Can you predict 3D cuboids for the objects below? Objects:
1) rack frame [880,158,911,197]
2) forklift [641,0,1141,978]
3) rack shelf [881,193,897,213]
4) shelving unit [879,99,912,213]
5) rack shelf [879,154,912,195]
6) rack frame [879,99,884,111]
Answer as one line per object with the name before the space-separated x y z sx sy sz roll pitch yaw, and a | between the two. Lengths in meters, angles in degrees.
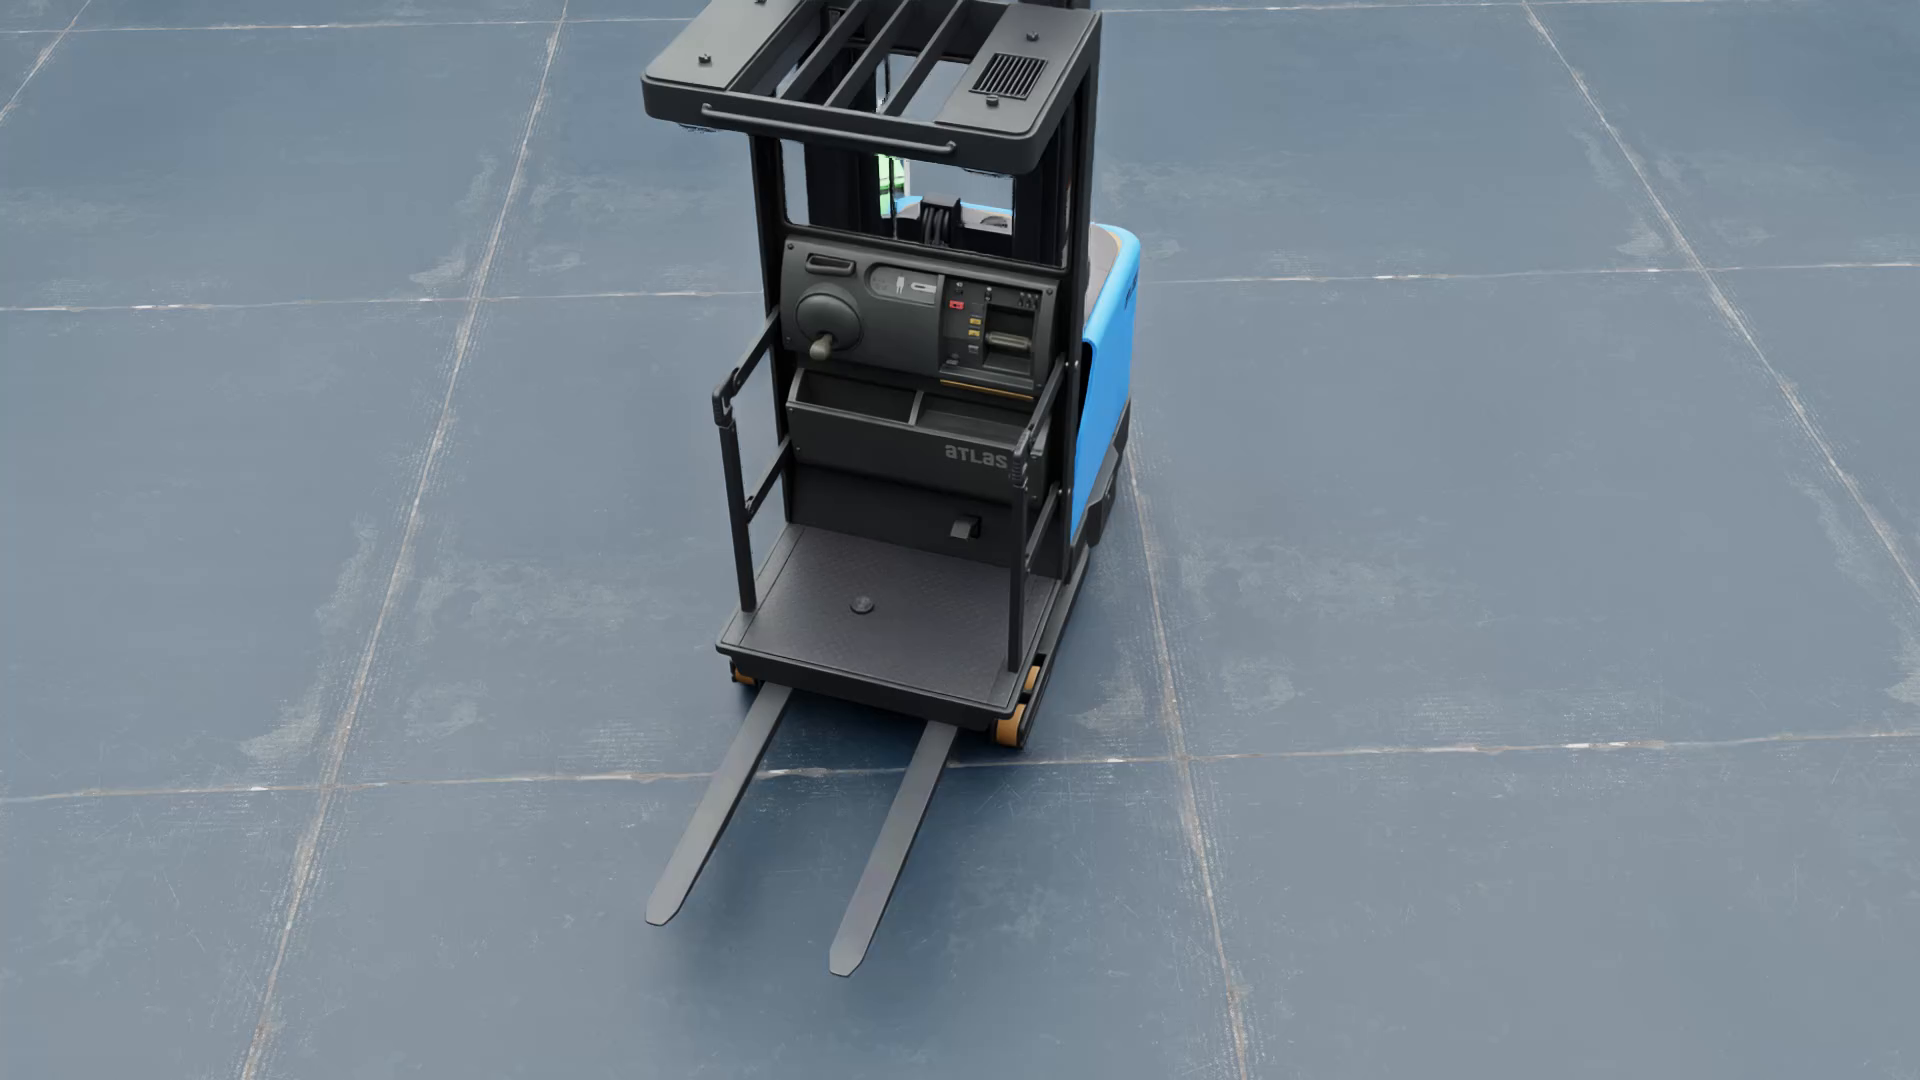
rack frame | -0.319 -1.070 7.029 0.240 1.200 0.015 -10 43 -10
forklift | -0.205 -0.648 5.288 1.130 2.935 3.031 12 44 13
rack shelf | -0.378 -1.360 7.085 0.258 0.148 0.480 -10 43 -10
shelving unit | -0.379 -1.230 7.204 0.258 1.200 0.503 -10 43 -10
rack shelf | -0.378 -1.537 6.922 0.258 0.148 0.480 -10 43 -10
rack frame | -0.438 -1.390 7.378 0.240 1.200 0.015 -10 43 -10
